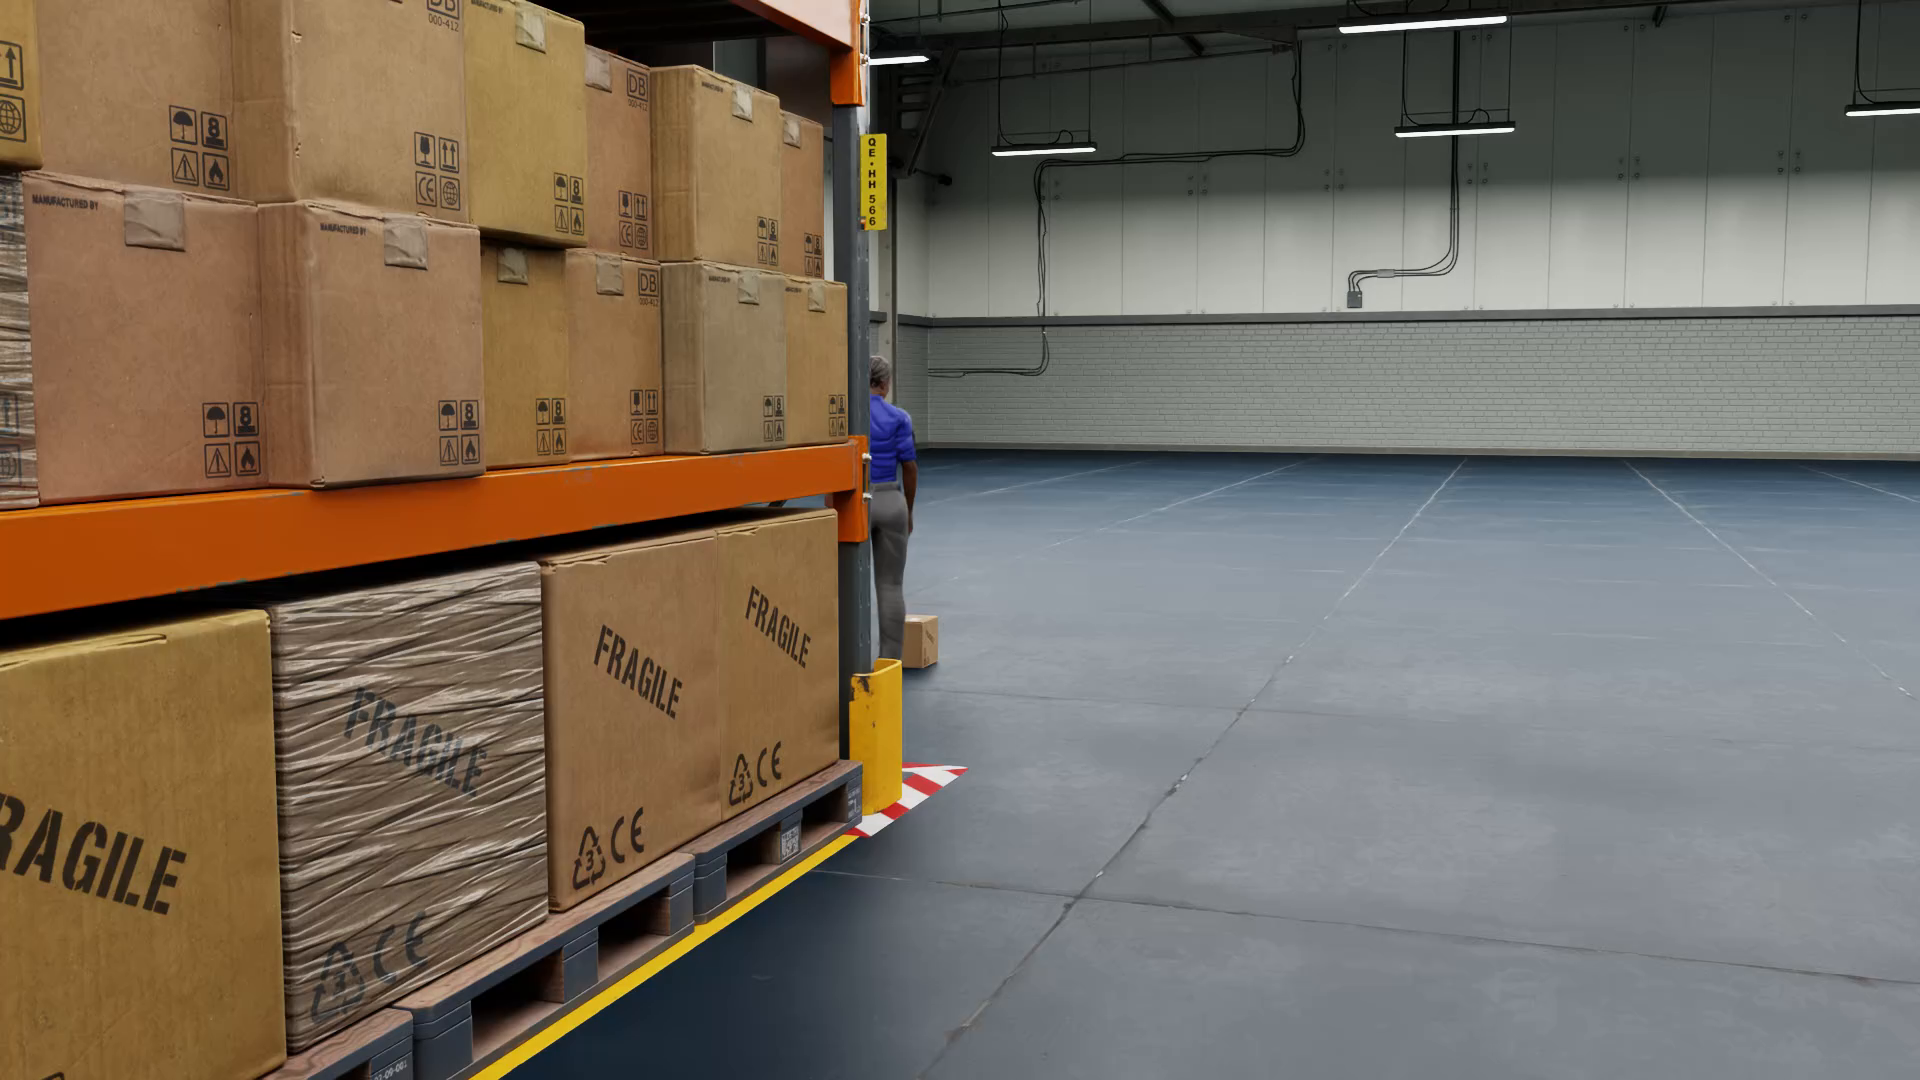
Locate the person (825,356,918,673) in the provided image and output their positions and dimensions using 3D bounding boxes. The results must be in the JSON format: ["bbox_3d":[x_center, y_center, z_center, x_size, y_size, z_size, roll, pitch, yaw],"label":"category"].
[{"bbox_3d":[-0.502,-0.117,8.506,0.547,1.638,0.667,-1,5,-10],"label":"person"}]
